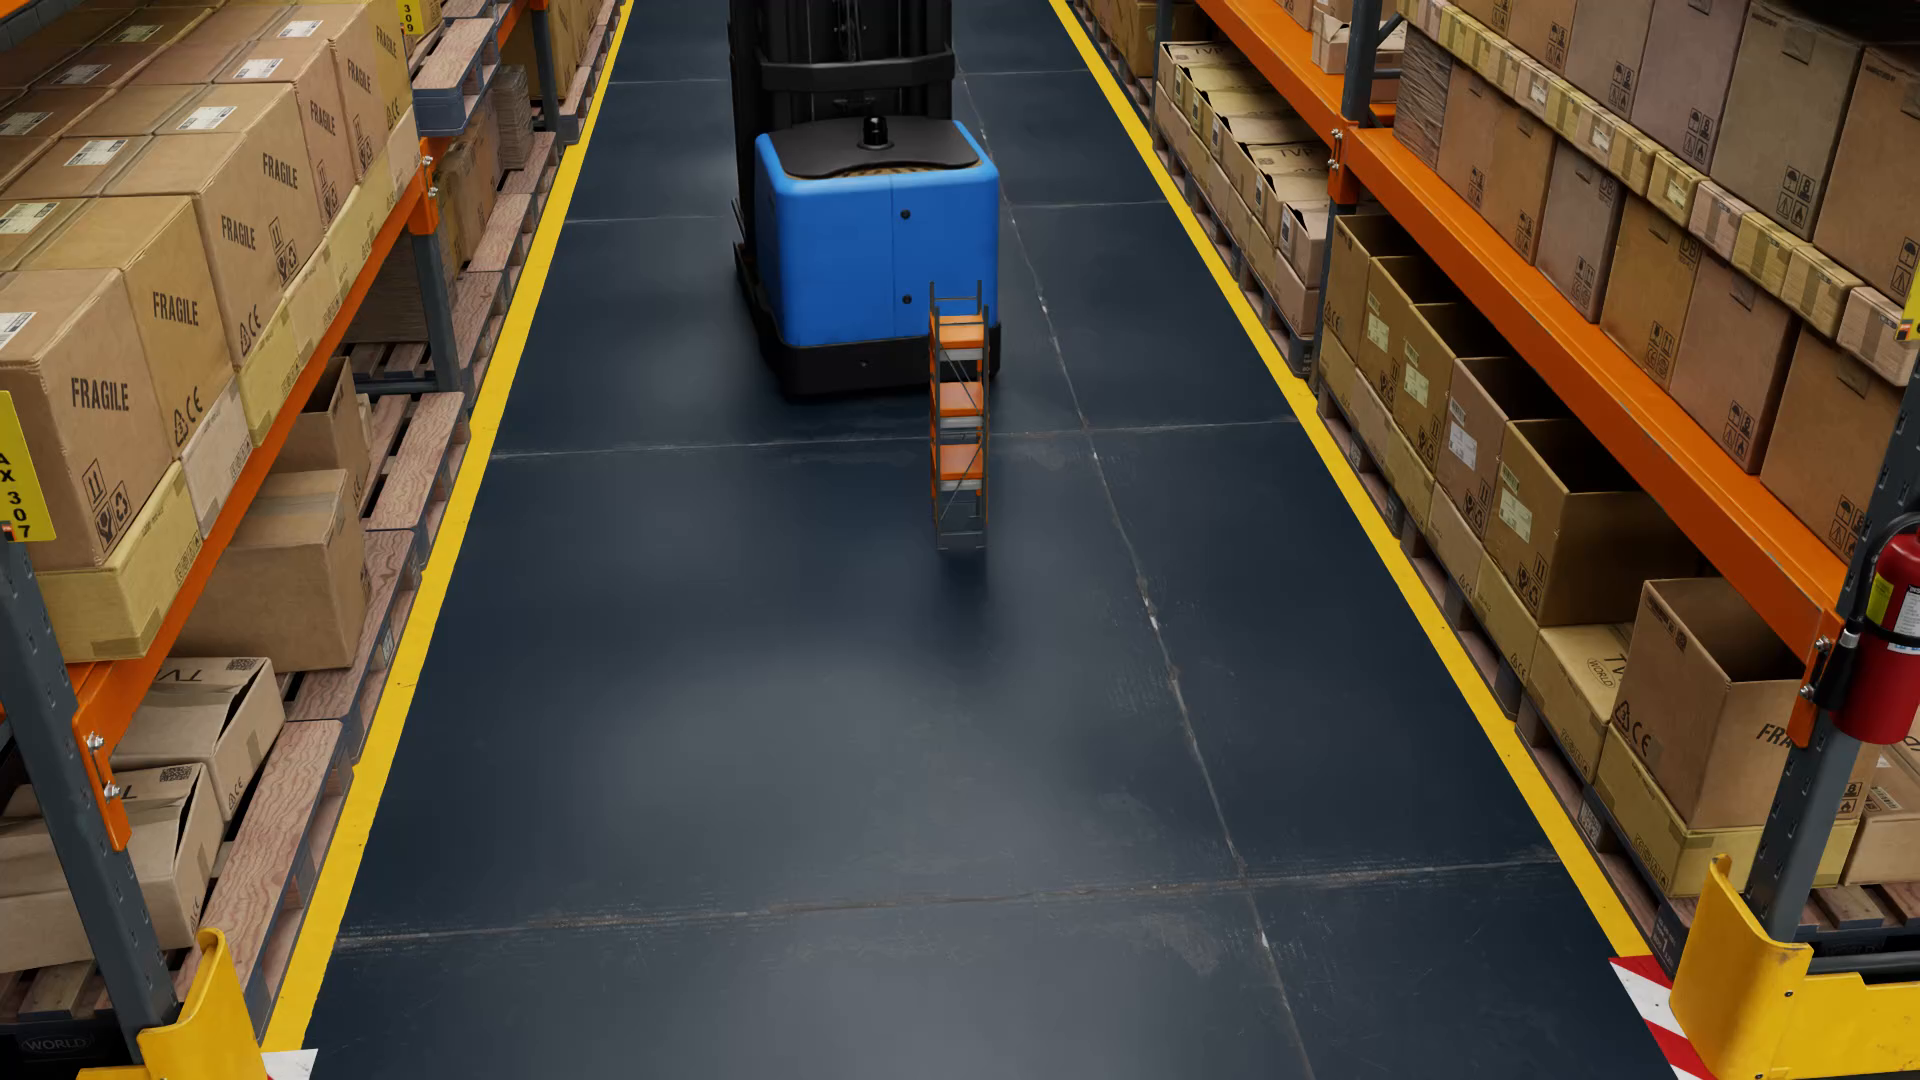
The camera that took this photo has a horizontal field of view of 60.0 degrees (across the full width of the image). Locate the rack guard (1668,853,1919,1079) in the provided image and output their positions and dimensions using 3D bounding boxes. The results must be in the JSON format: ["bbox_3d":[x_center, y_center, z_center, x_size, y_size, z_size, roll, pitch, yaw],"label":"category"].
[{"bbox_3d":[2.551,1.105,4.412,1.175,0.500,0.348,-3,31,-5],"label":"rack guard"}]

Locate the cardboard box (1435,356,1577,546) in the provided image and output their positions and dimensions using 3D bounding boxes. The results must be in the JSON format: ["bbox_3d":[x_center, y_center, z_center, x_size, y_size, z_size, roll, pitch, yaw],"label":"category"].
[{"bbox_3d":[2.049,-0.326,5.912,0.500,0.500,0.500,-3,31,-5],"label":"cardboard box"}]

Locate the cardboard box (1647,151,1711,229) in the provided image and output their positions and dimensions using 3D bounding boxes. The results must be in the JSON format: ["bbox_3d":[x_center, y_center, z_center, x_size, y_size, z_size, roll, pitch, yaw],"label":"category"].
[{"bbox_3d":[2.227,-1.014,4.792,0.380,0.149,0.250,-2,31,-3],"label":"cardboard box"}]

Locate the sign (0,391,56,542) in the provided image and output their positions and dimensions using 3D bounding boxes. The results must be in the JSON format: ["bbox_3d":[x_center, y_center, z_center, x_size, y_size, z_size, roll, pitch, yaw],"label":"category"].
[{"bbox_3d":[-1.843,-0.138,3.212,0.100,0.325,0.005,-3,31,-5],"label":"sign"}]

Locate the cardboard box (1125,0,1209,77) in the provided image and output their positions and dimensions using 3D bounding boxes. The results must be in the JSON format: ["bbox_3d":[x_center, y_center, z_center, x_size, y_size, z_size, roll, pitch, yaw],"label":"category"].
[{"bbox_3d":[1.480,-3.646,11.938,0.500,0.500,0.500,-2,31,-3],"label":"cardboard box"}]

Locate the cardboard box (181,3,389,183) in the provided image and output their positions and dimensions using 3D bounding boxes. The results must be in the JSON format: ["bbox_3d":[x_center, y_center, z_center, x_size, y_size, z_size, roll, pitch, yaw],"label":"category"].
[{"bbox_3d":[-2.352,-1.568,5.845,0.500,0.500,0.500,-3,31,-5],"label":"cardboard box"}]

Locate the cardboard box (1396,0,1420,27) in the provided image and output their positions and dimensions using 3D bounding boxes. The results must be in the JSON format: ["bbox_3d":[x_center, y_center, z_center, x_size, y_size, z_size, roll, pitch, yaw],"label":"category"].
[{"bbox_3d":[2.007,-2.197,6.773,0.380,0.149,0.250,-3,31,-5],"label":"cardboard box"}]

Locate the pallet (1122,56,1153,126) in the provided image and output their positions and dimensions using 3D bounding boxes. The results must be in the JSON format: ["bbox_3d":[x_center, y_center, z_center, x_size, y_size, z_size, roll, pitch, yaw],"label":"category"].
[{"bbox_3d":[1.769,-3.250,11.986,1.003,0.211,1.213,-3,31,-5],"label":"pallet"}]

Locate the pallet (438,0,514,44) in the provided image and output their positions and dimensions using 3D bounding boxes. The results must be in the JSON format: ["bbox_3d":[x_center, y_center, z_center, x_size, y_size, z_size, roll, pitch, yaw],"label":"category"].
[{"bbox_3d":[-2.905,-2.734,8.589,1.003,0.211,1.213,-3,31,-5],"label":"pallet"}]

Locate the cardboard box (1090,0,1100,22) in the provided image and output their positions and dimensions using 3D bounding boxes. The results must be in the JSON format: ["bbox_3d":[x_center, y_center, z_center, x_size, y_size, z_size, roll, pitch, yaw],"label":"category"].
[{"bbox_3d":[1.330,-4.436,13.261,0.500,0.500,0.500,-2,31,-4],"label":"cardboard box"}]

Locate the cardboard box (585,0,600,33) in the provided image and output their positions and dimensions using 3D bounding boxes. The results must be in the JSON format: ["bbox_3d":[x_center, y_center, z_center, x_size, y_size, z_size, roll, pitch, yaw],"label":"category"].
[{"bbox_3d":[-3.228,-4.345,12.787,0.750,0.750,0.750,-2,31,-3],"label":"cardboard box"}]

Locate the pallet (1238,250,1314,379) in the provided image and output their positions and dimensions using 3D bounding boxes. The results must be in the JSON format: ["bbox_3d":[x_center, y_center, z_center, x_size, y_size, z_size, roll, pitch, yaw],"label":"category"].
[{"bbox_3d":[2.067,-1.199,8.552,1.003,0.211,1.213,-3,31,-5],"label":"pallet"}]

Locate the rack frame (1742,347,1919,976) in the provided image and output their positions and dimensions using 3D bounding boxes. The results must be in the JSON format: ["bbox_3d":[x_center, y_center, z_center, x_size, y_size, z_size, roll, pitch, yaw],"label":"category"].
[{"bbox_3d":[2.549,0.020,3.791,1.000,3.000,0.127,-3,31,-5],"label":"rack frame"}]

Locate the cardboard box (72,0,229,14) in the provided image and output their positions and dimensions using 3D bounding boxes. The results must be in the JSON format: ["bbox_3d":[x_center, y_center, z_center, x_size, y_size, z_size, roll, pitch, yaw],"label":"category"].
[{"bbox_3d":[-2.921,-1.799,6.232,0.500,0.500,0.500,-3,31,-6],"label":"cardboard box"}]

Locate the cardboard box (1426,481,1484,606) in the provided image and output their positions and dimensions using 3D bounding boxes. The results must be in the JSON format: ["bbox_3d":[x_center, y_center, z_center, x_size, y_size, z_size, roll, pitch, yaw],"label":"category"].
[{"bbox_3d":[2.052,-0.005,6.104,0.500,0.250,0.500,-3,31,-5],"label":"cardboard box"}]

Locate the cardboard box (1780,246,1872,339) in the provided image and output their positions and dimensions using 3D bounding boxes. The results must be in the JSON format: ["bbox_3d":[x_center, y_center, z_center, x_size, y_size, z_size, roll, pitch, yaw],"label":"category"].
[{"bbox_3d":[2.298,-0.621,4.134,0.380,0.149,0.250,-2,31,-3],"label":"cardboard box"}]

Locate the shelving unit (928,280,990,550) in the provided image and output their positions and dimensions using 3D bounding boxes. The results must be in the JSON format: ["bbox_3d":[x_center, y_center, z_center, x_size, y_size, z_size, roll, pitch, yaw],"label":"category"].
[{"bbox_3d":[-0.005,-0.478,6.527,0.215,1.050,0.252,-3,31,-5],"label":"shelving unit"}]

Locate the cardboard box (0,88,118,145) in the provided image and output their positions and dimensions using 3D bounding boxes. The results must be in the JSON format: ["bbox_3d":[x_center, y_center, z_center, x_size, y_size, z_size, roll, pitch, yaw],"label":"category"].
[{"bbox_3d":[-2.775,-1.016,4.921,0.500,0.500,0.500,-2,31,-4],"label":"cardboard box"}]

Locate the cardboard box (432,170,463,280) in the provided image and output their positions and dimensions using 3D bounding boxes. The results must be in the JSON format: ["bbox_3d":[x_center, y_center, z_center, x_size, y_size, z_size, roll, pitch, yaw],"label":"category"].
[{"bbox_3d":[-2.940,-1.535,8.403,0.700,0.500,0.500,-3,31,-6],"label":"cardboard box"}]

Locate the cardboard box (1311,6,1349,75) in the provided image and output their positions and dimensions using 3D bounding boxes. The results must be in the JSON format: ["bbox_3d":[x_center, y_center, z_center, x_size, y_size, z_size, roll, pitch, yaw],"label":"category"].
[{"bbox_3d":[1.910,-2.405,7.982,0.396,0.266,0.258,-3,31,-6],"label":"cardboard box"}]

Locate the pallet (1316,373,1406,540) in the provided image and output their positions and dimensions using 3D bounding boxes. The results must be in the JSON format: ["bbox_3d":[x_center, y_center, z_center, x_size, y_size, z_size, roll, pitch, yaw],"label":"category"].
[{"bbox_3d":[2.208,-0.417,7.242,1.003,0.211,1.213,-3,31,-5],"label":"pallet"}]

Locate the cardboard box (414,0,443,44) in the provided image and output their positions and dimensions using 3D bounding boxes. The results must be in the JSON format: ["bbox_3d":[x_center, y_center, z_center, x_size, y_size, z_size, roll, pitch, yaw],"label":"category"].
[{"bbox_3d":[-2.815,-2.562,7.587,0.700,0.500,0.500,0,31,1],"label":"cardboard box"}]

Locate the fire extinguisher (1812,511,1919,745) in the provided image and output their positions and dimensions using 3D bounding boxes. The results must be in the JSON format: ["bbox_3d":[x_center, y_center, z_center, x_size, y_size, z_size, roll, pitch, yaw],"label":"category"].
[{"bbox_3d":[2.097,0.136,3.673,0.296,0.674,0.183,-3,31,-5],"label":"fire extinguisher"}]

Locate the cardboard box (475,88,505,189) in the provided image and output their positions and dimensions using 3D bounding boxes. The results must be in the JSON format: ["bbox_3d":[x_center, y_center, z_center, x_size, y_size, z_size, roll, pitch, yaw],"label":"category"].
[{"bbox_3d":[-3.079,-2.307,9.696,0.700,0.500,0.500,-3,31,-5],"label":"cardboard box"}]

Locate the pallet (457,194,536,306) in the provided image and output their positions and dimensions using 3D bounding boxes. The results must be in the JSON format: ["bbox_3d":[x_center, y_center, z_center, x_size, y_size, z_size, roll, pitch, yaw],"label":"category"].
[{"bbox_3d":[-2.948,-1.607,9.235,1.003,0.211,1.213,-3,31,-5],"label":"pallet"}]

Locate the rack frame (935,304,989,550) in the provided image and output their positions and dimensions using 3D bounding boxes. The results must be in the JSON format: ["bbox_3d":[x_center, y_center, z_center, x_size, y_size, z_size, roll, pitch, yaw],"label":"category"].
[{"bbox_3d":[0.006,-0.416,6.422,0.200,1.050,0.008,-3,31,-5],"label":"rack frame"}]

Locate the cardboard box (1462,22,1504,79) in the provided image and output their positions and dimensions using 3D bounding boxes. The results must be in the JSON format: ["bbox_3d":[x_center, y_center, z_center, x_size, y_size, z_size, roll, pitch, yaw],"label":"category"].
[{"bbox_3d":[2.083,-1.803,6.114,0.380,0.149,0.250,-3,31,-5],"label":"cardboard box"}]

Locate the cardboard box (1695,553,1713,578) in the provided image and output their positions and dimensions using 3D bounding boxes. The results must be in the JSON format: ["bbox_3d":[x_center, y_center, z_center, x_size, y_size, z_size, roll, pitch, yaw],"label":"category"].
[{"bbox_3d":[2.612,-0.096,5.526,0.500,0.500,0.500,-3,31,-5],"label":"cardboard box"}]

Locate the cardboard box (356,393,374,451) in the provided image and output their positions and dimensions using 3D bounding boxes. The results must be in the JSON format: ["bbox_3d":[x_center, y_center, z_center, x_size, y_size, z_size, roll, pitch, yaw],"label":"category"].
[{"bbox_3d":[-2.677,-0.484,6.969,0.380,0.166,0.250,-7,32,-11],"label":"cardboard box"}]

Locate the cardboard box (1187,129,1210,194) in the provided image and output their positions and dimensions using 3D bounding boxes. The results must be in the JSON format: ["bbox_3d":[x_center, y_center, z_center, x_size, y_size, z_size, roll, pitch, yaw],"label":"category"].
[{"bbox_3d":[1.660,-2.261,9.882,0.500,0.250,0.500,-4,31,-6],"label":"cardboard box"}]

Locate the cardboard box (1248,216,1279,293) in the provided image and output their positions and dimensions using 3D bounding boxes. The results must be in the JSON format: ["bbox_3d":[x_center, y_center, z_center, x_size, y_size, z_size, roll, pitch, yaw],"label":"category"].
[{"bbox_3d":[1.802,-1.478,8.571,0.500,0.250,0.500,-3,31,-5],"label":"cardboard box"}]

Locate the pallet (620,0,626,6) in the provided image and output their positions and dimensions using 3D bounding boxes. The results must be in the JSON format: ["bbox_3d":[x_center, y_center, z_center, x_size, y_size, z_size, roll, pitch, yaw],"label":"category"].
[{"bbox_3d":[-3.497,-5.062,15.019,1.003,0.211,1.213,-3,31,-5],"label":"pallet"}]

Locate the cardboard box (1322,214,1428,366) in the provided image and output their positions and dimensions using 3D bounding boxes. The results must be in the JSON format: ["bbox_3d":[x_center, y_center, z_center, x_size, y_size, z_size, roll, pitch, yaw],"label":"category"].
[{"bbox_3d":[1.907,-1.092,7.194,0.500,0.500,0.500,-3,31,-5],"label":"cardboard box"}]

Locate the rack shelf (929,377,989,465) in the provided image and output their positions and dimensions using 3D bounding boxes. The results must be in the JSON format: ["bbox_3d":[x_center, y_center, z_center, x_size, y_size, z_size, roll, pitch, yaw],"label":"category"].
[{"bbox_3d":[-0.005,-0.469,6.532,0.215,0.259,0.240,-3,31,-5],"label":"rack shelf"}]

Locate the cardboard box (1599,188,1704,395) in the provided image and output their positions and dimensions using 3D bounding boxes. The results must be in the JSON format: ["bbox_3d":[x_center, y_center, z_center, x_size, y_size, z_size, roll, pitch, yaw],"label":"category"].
[{"bbox_3d":[2.423,-0.783,5.039,0.700,0.500,0.500,-3,31,-4],"label":"cardboard box"}]

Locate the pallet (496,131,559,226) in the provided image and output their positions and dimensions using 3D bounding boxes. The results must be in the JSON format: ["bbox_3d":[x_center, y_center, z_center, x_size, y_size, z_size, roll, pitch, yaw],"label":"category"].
[{"bbox_3d":[-3.059,-2.229,10.276,1.003,0.211,1.213,-3,31,-5],"label":"pallet"}]

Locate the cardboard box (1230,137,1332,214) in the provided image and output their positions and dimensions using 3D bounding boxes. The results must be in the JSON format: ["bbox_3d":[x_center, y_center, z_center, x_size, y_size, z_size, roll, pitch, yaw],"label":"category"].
[{"bbox_3d":[1.753,-1.976,8.858,0.500,0.311,0.500,-3,31,-5],"label":"cardboard box"}]

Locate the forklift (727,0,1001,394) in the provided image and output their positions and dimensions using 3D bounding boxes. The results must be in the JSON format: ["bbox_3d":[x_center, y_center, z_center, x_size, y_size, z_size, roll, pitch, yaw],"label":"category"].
[{"bbox_3d":[-0.636,-2.680,8.378,1.130,2.935,3.031,-7,32,-11],"label":"forklift"}]

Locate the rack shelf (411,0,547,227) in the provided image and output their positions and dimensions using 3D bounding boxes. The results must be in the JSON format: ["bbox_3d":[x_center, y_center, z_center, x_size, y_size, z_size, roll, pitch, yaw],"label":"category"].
[{"bbox_3d":[-2.943,-2.495,8.704,1.077,0.370,4.000,-3,31,-5],"label":"rack shelf"}]

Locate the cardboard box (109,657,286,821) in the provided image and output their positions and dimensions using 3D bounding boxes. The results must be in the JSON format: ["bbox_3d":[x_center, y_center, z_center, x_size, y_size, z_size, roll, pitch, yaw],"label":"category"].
[{"bbox_3d":[-2.411,0.576,5.053,0.500,0.311,0.500,0,31,0],"label":"cardboard box"}]

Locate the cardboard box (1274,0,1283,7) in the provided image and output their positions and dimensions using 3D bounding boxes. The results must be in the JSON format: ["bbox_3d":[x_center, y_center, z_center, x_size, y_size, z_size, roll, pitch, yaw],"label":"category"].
[{"bbox_3d":[1.974,-3.251,9.171,0.500,0.500,0.500,-4,31,-7],"label":"cardboard box"}]

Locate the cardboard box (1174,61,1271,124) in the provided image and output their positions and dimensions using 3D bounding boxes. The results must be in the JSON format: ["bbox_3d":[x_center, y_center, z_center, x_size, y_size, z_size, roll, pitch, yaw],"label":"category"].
[{"bbox_3d":[1.615,-2.756,10.163,0.500,0.311,0.500,-3,31,-6],"label":"cardboard box"}]

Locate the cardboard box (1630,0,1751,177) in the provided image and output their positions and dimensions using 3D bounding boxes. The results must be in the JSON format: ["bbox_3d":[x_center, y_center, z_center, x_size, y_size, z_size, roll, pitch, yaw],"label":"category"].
[{"bbox_3d":[2.411,-1.371,4.758,0.700,0.500,0.500,-3,31,-4],"label":"cardboard box"}]

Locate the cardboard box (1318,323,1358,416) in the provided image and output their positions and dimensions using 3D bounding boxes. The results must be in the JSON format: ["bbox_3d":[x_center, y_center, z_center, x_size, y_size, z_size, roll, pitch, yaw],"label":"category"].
[{"bbox_3d":[1.917,-0.771,7.387,0.500,0.250,0.500,-3,31,-5],"label":"cardboard box"}]

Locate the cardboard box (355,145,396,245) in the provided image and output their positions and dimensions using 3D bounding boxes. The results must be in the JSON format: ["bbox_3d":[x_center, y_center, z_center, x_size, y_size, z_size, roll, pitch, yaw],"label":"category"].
[{"bbox_3d":[-2.372,-1.245,6.036,0.500,0.250,0.500,-3,31,-4],"label":"cardboard box"}]

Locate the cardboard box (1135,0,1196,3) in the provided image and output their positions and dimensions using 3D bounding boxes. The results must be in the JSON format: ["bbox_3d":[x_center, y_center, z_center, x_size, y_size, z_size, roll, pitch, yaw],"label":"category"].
[{"bbox_3d":[1.471,-3.997,11.794,0.500,0.250,0.500,-2,31,-3],"label":"cardboard box"}]

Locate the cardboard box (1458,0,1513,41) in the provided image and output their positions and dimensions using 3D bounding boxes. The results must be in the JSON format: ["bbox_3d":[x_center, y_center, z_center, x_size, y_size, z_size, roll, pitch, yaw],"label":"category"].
[{"bbox_3d":[2.271,-2.138,6.041,0.700,0.500,0.500,-3,31,-5],"label":"cardboard box"}]

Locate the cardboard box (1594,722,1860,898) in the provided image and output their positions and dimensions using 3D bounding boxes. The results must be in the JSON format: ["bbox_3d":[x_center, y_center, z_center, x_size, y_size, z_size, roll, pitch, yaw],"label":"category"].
[{"bbox_3d":[2.205,0.761,4.823,0.500,0.250,0.500,-3,31,-5],"label":"cardboard box"}]

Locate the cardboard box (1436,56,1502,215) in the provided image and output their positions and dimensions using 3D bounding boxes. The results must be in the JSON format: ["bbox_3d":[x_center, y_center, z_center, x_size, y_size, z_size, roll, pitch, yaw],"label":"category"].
[{"bbox_3d":[2.279,-1.570,6.356,0.700,0.500,0.500,-3,31,-5],"label":"cardboard box"}]

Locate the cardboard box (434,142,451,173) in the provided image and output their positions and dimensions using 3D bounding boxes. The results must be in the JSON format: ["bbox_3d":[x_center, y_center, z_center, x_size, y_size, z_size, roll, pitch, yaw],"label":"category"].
[{"bbox_3d":[-2.939,-2.086,8.594,0.500,0.250,0.500,-4,31,-6],"label":"cardboard box"}]

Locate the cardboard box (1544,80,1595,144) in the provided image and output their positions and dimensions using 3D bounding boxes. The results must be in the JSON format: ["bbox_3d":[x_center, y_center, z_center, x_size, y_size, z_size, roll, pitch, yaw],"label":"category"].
[{"bbox_3d":[2.156,-1.406,5.449,0.380,0.149,0.250,-3,31,-5],"label":"cardboard box"}]

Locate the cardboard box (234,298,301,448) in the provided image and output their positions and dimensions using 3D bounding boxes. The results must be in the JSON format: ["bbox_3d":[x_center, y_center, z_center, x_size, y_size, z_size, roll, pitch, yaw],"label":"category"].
[{"bbox_3d":[-2.217,-0.474,4.745,0.500,0.250,0.500,-3,31,-5],"label":"cardboard box"}]

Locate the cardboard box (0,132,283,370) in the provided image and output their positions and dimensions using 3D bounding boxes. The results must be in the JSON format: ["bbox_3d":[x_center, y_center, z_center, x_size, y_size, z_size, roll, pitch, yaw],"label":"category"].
[{"bbox_3d":[-2.206,-0.782,4.529,0.500,0.500,0.500,-4,31,-6],"label":"cardboard box"}]

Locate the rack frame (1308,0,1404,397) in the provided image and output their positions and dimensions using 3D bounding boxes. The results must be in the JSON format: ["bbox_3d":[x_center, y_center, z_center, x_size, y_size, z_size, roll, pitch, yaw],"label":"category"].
[{"bbox_3d":[2.175,-2.022,7.210,1.000,3.000,0.127,-3,31,-5],"label":"rack frame"}]
